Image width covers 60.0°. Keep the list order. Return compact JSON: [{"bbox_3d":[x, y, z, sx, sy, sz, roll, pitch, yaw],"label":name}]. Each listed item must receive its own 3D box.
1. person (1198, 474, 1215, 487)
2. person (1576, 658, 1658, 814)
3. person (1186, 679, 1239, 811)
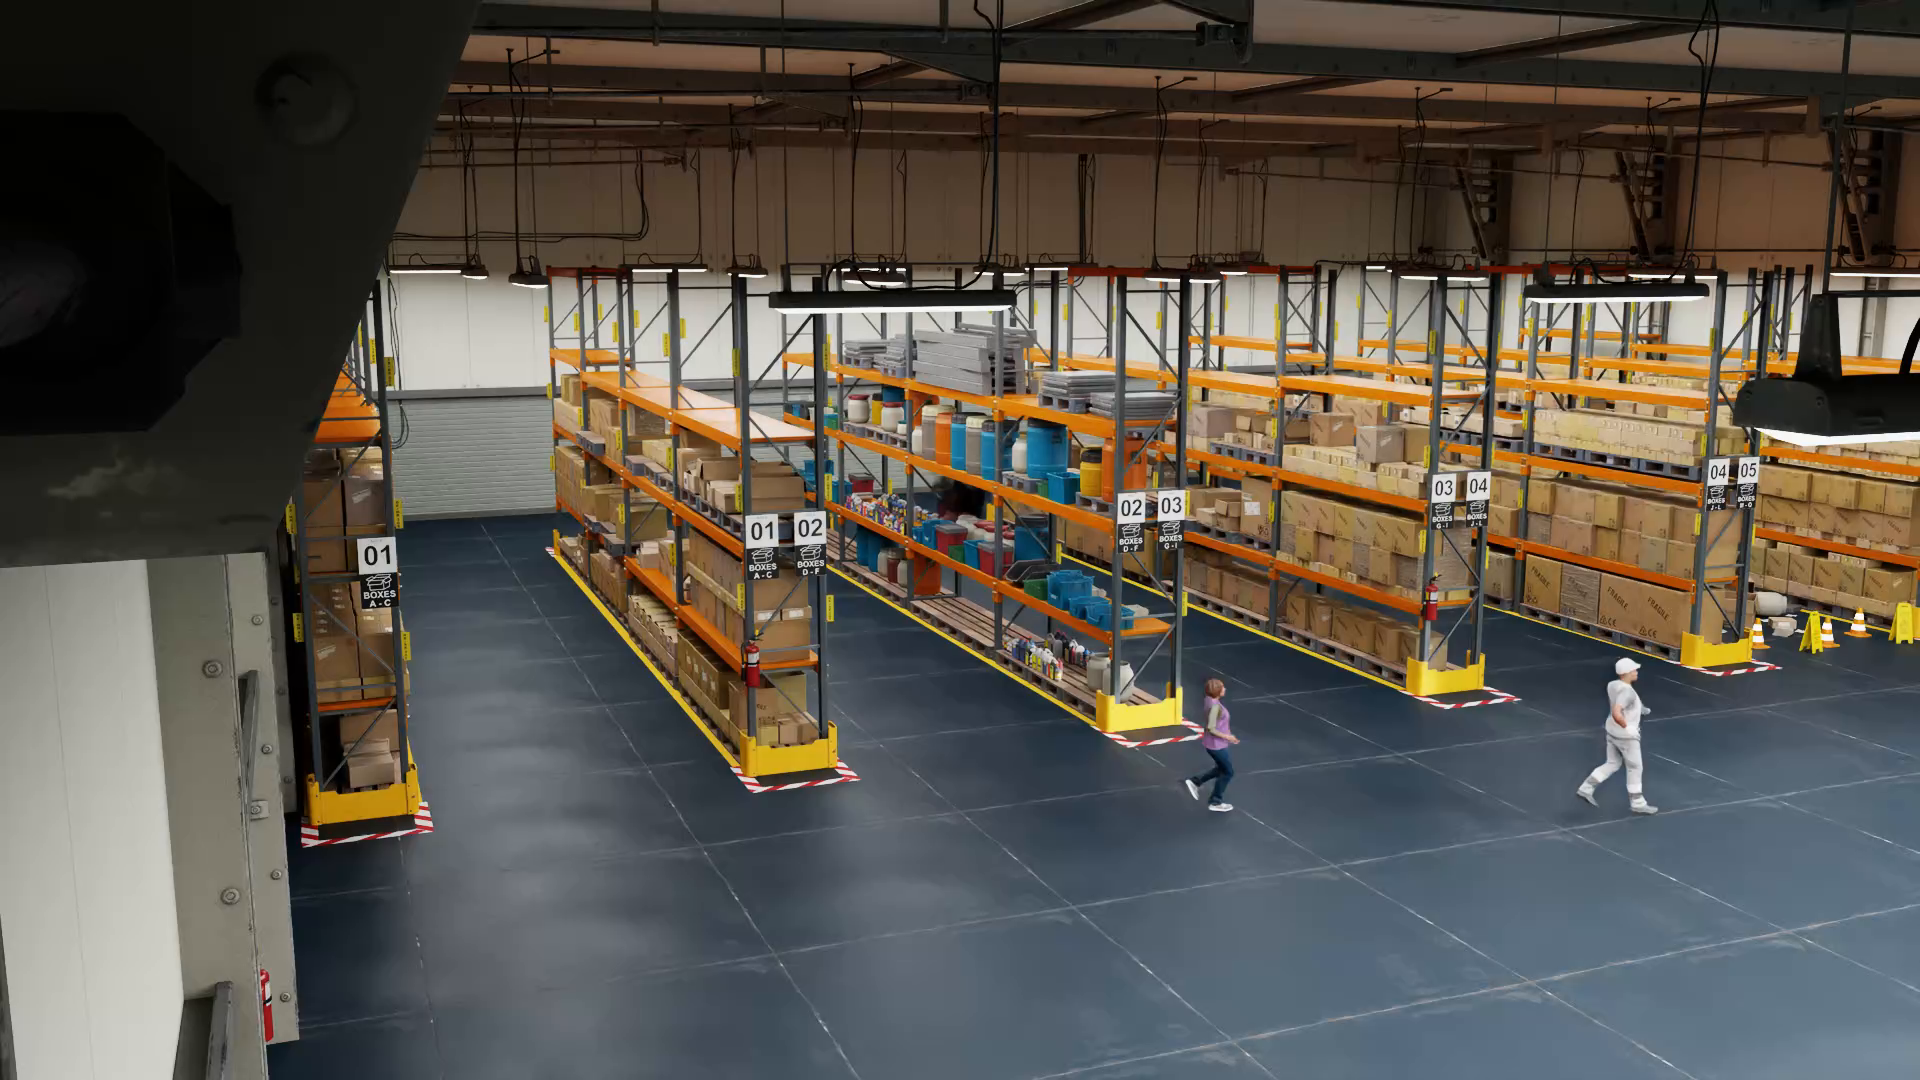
[{"bbox_3d":[6.190,-1.730,41.722,0.895,1.640,0.626,7,12,34],"label":"person"},{"bbox_3d":[7.458,2.197,18.740,0.902,1.777,0.667,0,10,-1],"label":"person"},{"bbox_3d":[2.879,2.321,18.857,0.530,1.539,0.534,0,10,2],"label":"person"}]
